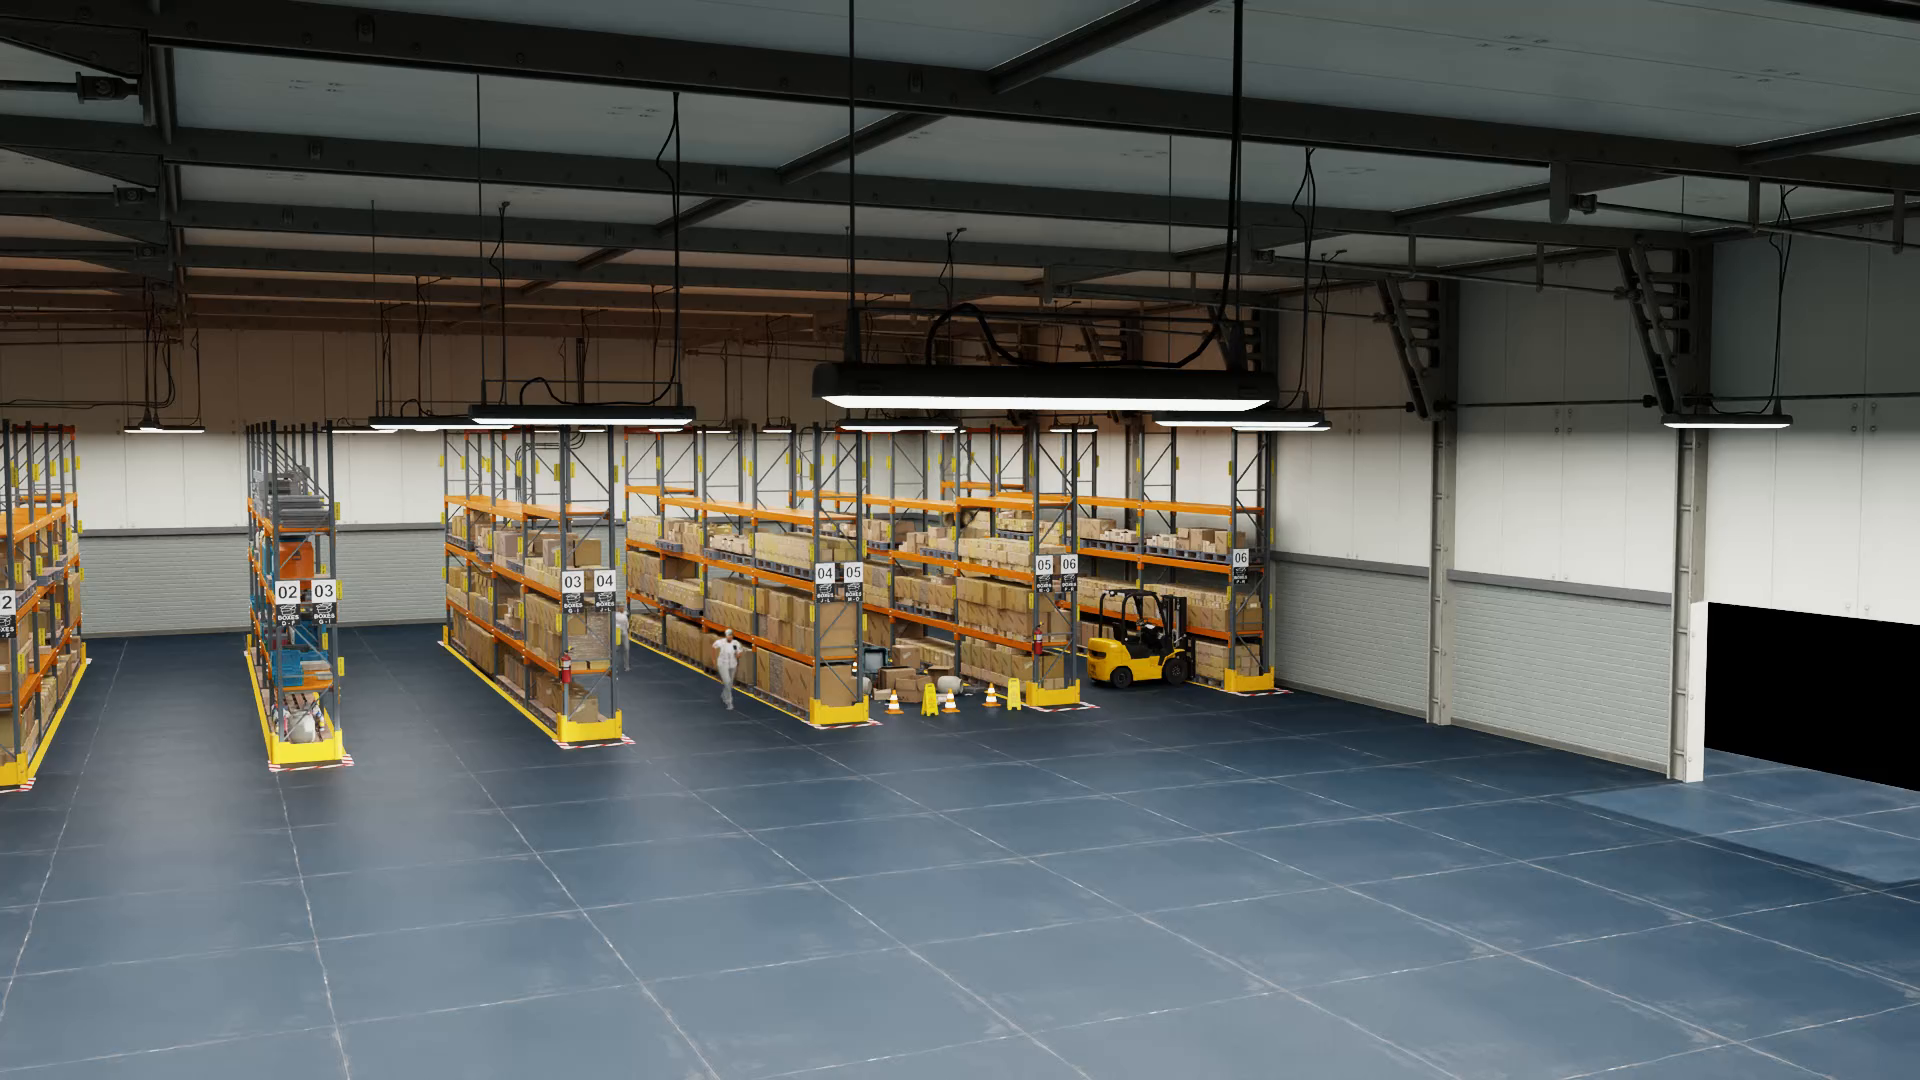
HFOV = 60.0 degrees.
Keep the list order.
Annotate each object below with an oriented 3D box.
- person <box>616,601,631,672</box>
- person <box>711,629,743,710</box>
[{"bbox_3d":[-8.320,2.330,40.698,0.559,1.719,0.857,-2,4,-27],"label":"person"},{"bbox_3d":[-4.905,2.714,35.086,0.627,1.713,0.854,-1,4,-23],"label":"person"}]
